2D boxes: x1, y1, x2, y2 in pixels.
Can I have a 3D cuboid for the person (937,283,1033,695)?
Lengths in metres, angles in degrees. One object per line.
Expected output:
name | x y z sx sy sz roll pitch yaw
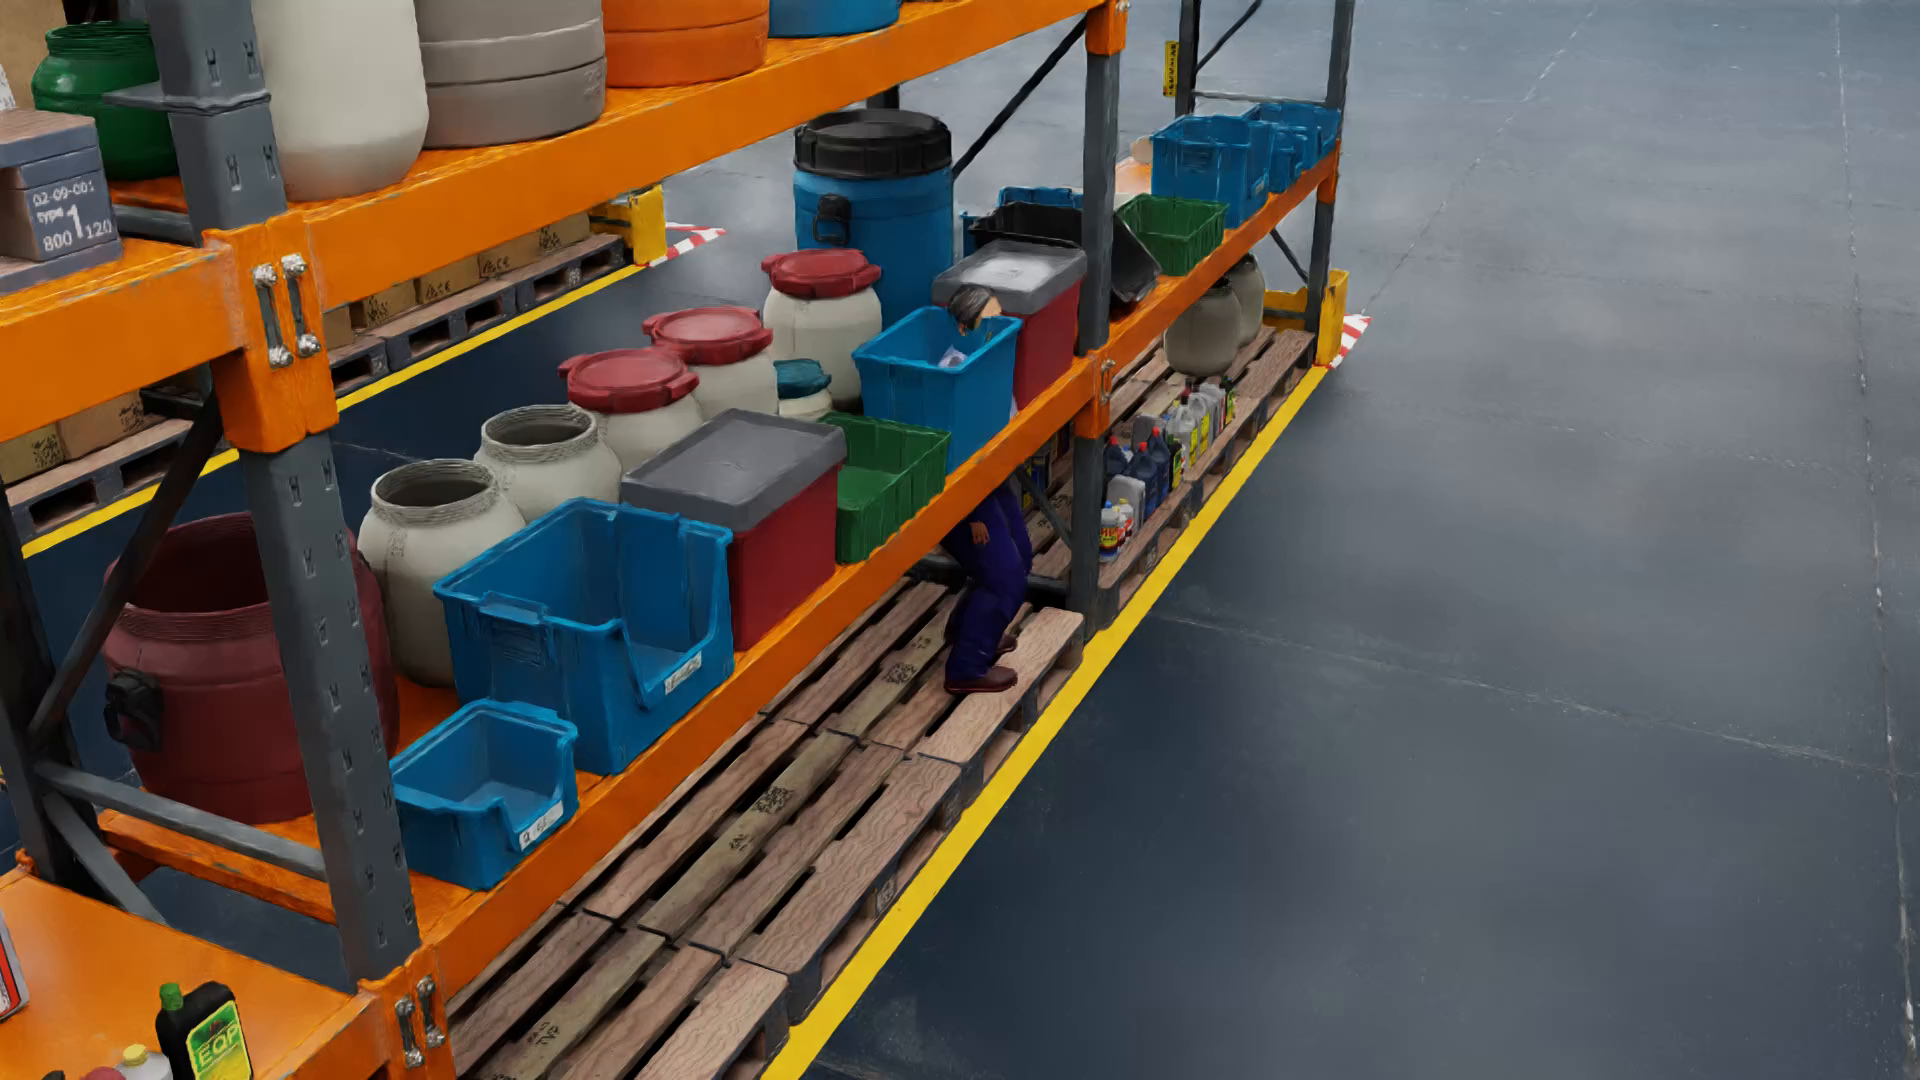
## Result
person | 0.072 -0.202 6.161 0.434 1.579 0.503 7 27 13
